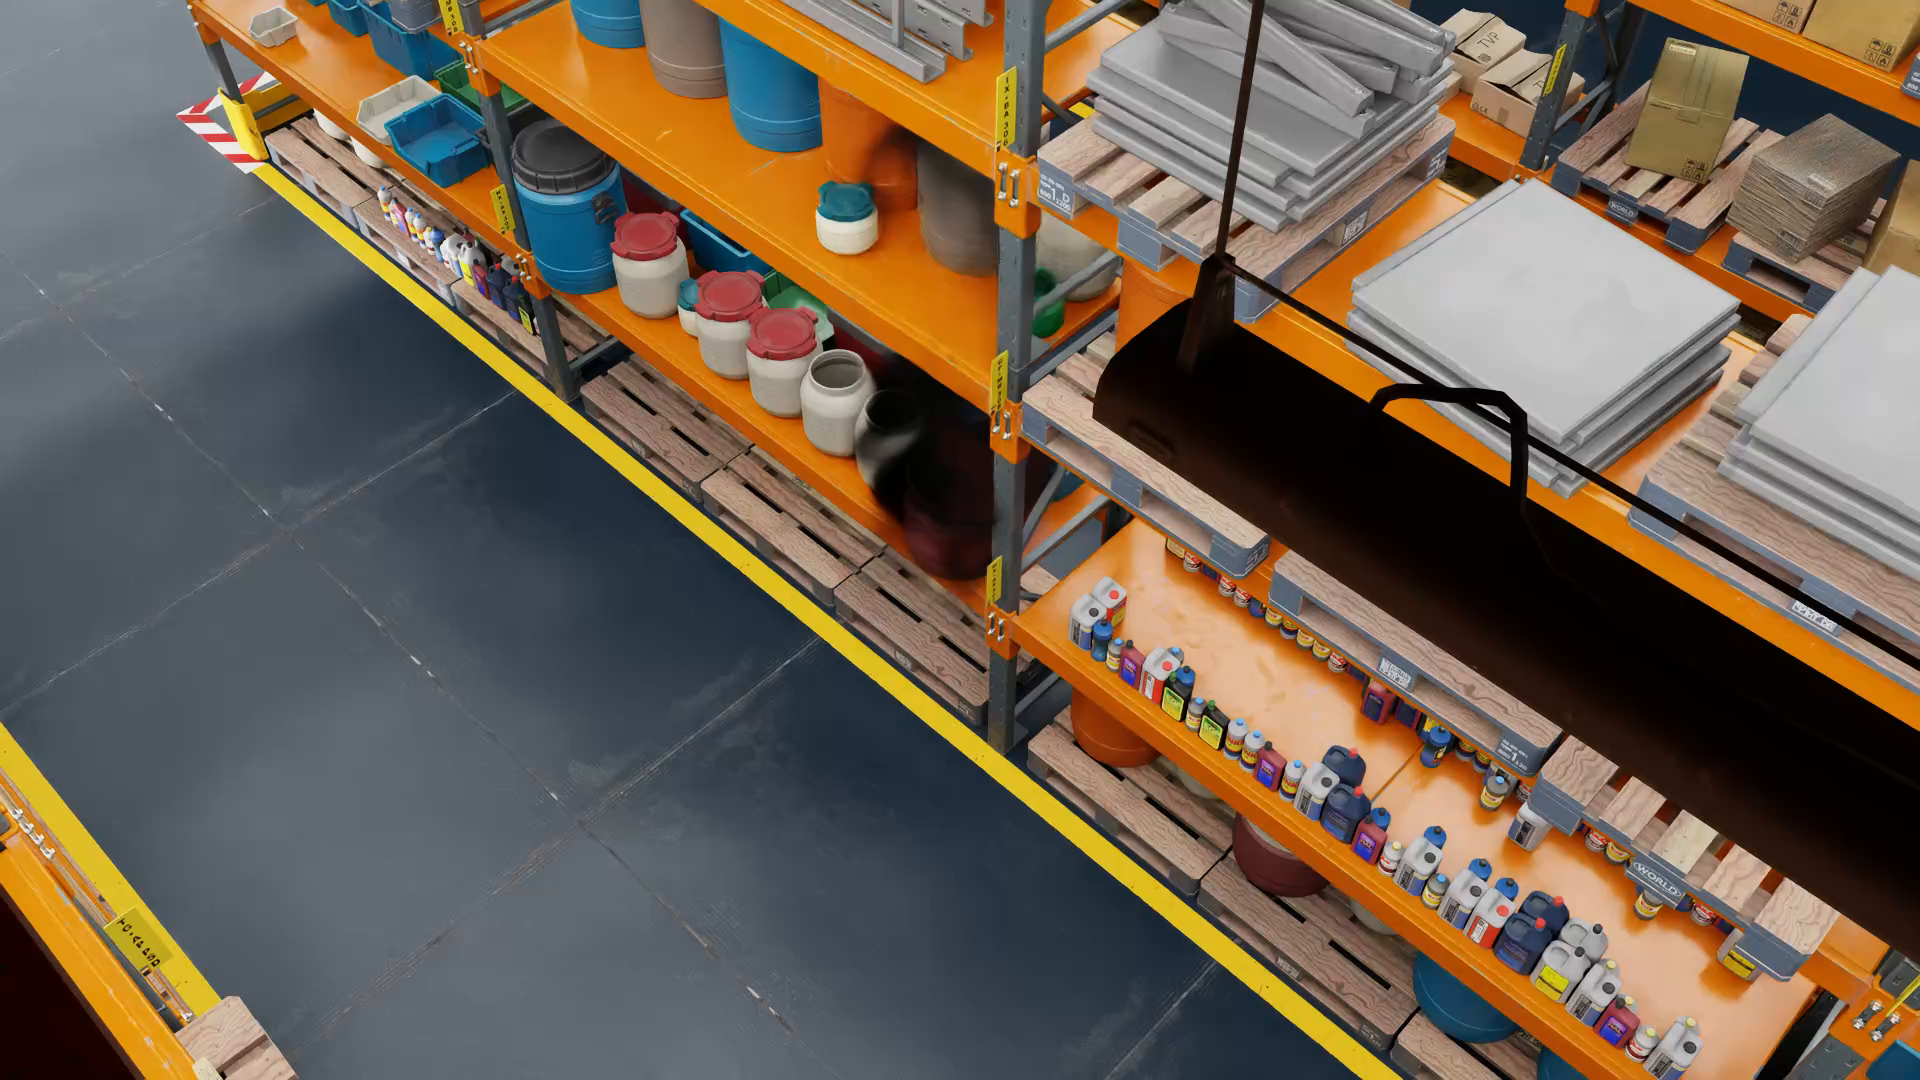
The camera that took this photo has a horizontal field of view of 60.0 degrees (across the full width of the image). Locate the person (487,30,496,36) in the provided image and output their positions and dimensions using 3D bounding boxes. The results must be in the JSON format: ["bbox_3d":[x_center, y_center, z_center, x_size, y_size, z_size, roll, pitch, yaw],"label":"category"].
[{"bbox_3d":[-4.181,-4.737,13.279,0.919,1.634,0.598,36,59,26],"label":"person"}]
